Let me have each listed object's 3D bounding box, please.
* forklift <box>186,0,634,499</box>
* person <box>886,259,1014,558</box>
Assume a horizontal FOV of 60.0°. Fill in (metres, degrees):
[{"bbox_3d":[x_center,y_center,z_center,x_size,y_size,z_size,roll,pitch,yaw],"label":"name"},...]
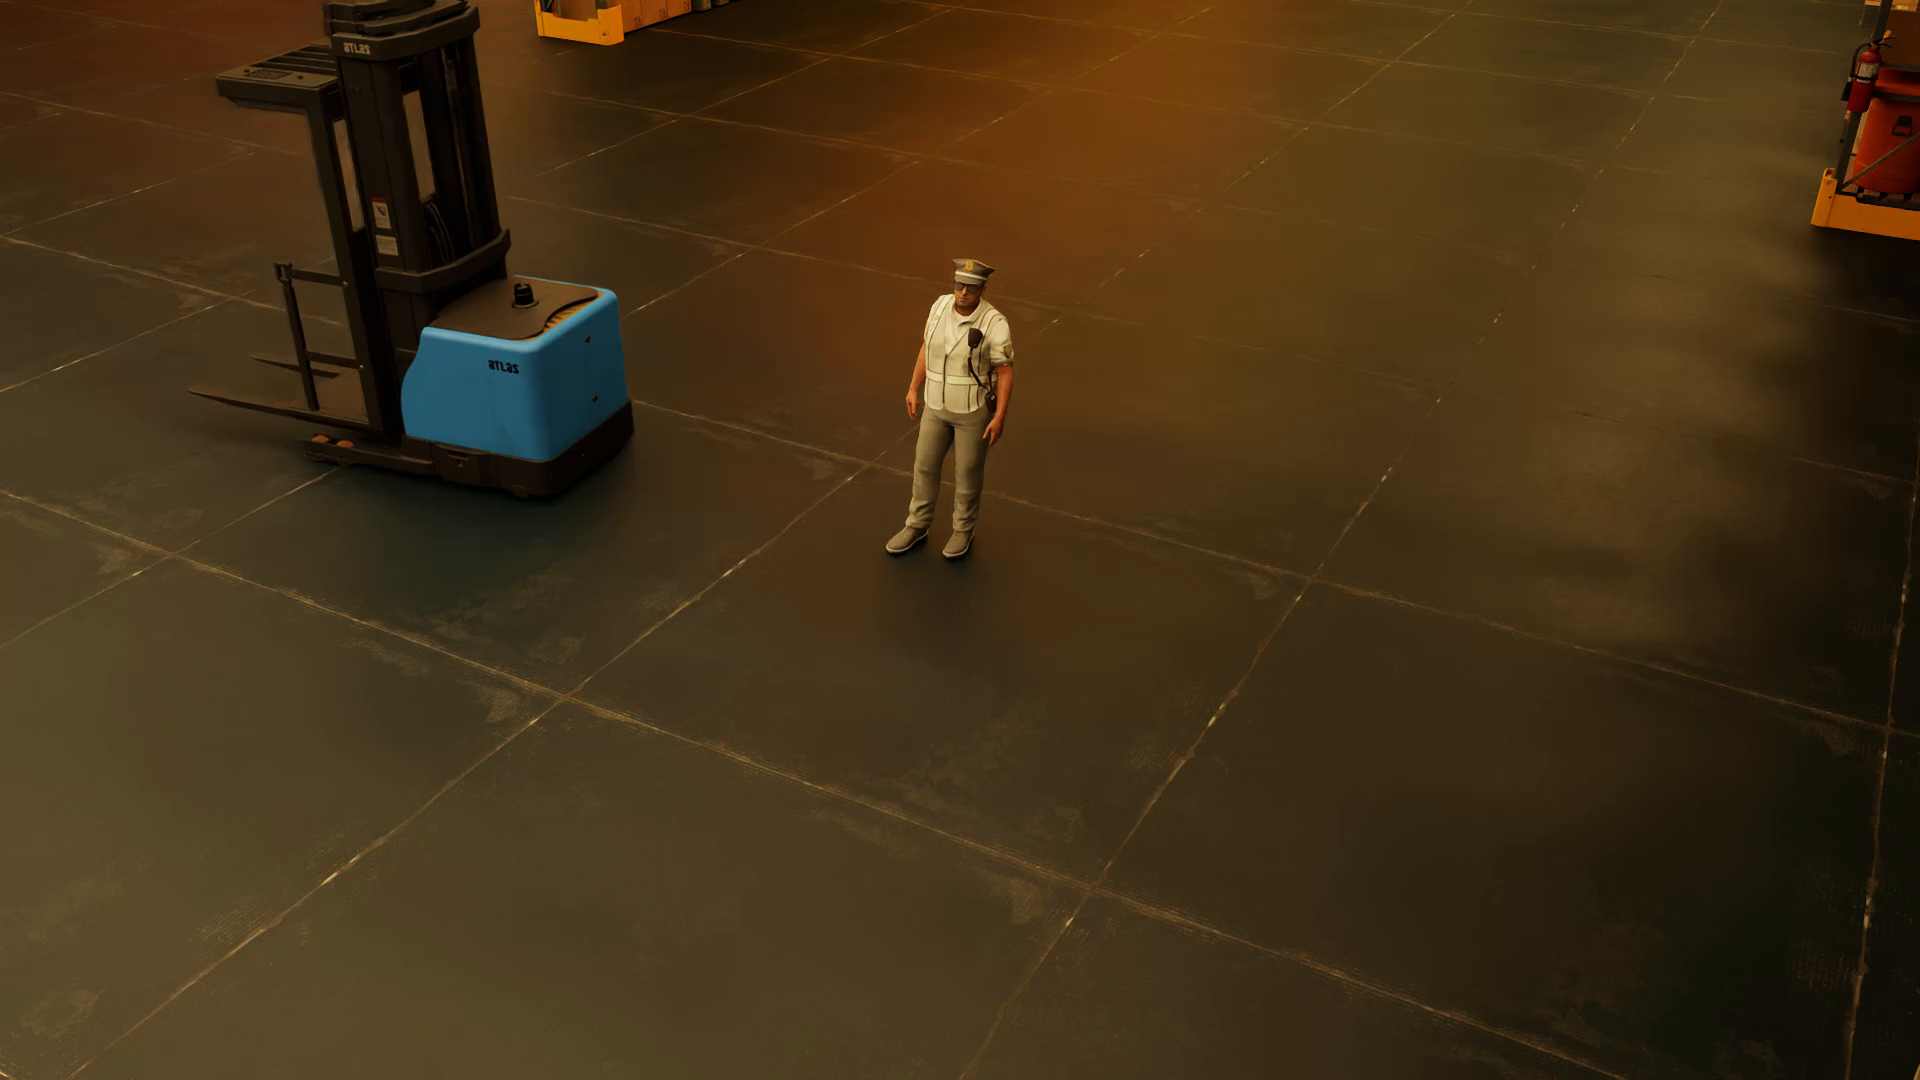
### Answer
[{"bbox_3d":[-3.745,-1.982,10.505,3.031,2.935,1.130,11,32,18],"label":"forklift"},{"bbox_3d":[-0.048,-0.747,9.500,0.640,1.781,0.575,15,33,25],"label":"person"}]
